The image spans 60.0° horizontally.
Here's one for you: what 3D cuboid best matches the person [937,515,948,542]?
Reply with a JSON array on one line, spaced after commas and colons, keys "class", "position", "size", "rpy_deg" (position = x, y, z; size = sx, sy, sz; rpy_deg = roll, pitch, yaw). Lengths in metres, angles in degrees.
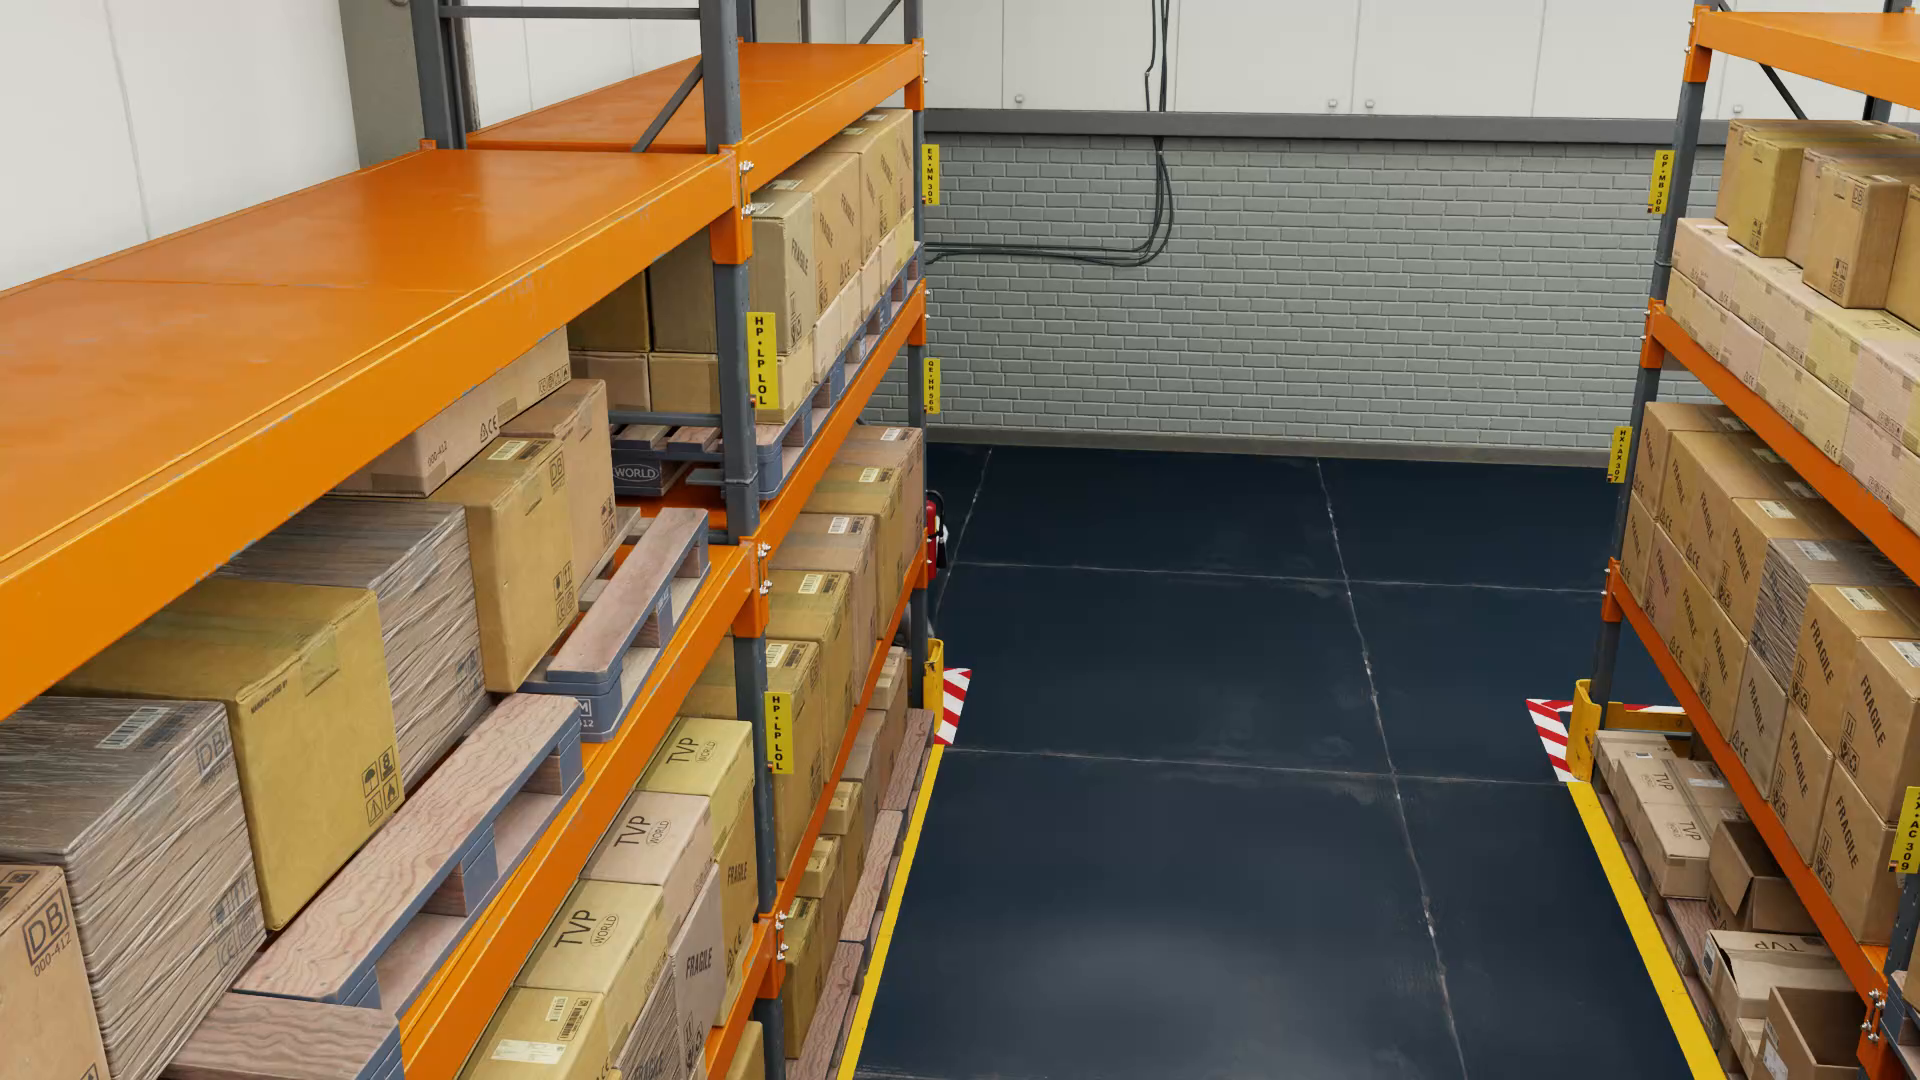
[{"class": "person", "position": [-0.504, 0.004, 11.120], "size": [0.844, 0.802, 0.411], "rpy_deg": [2, 21, 4]}]
